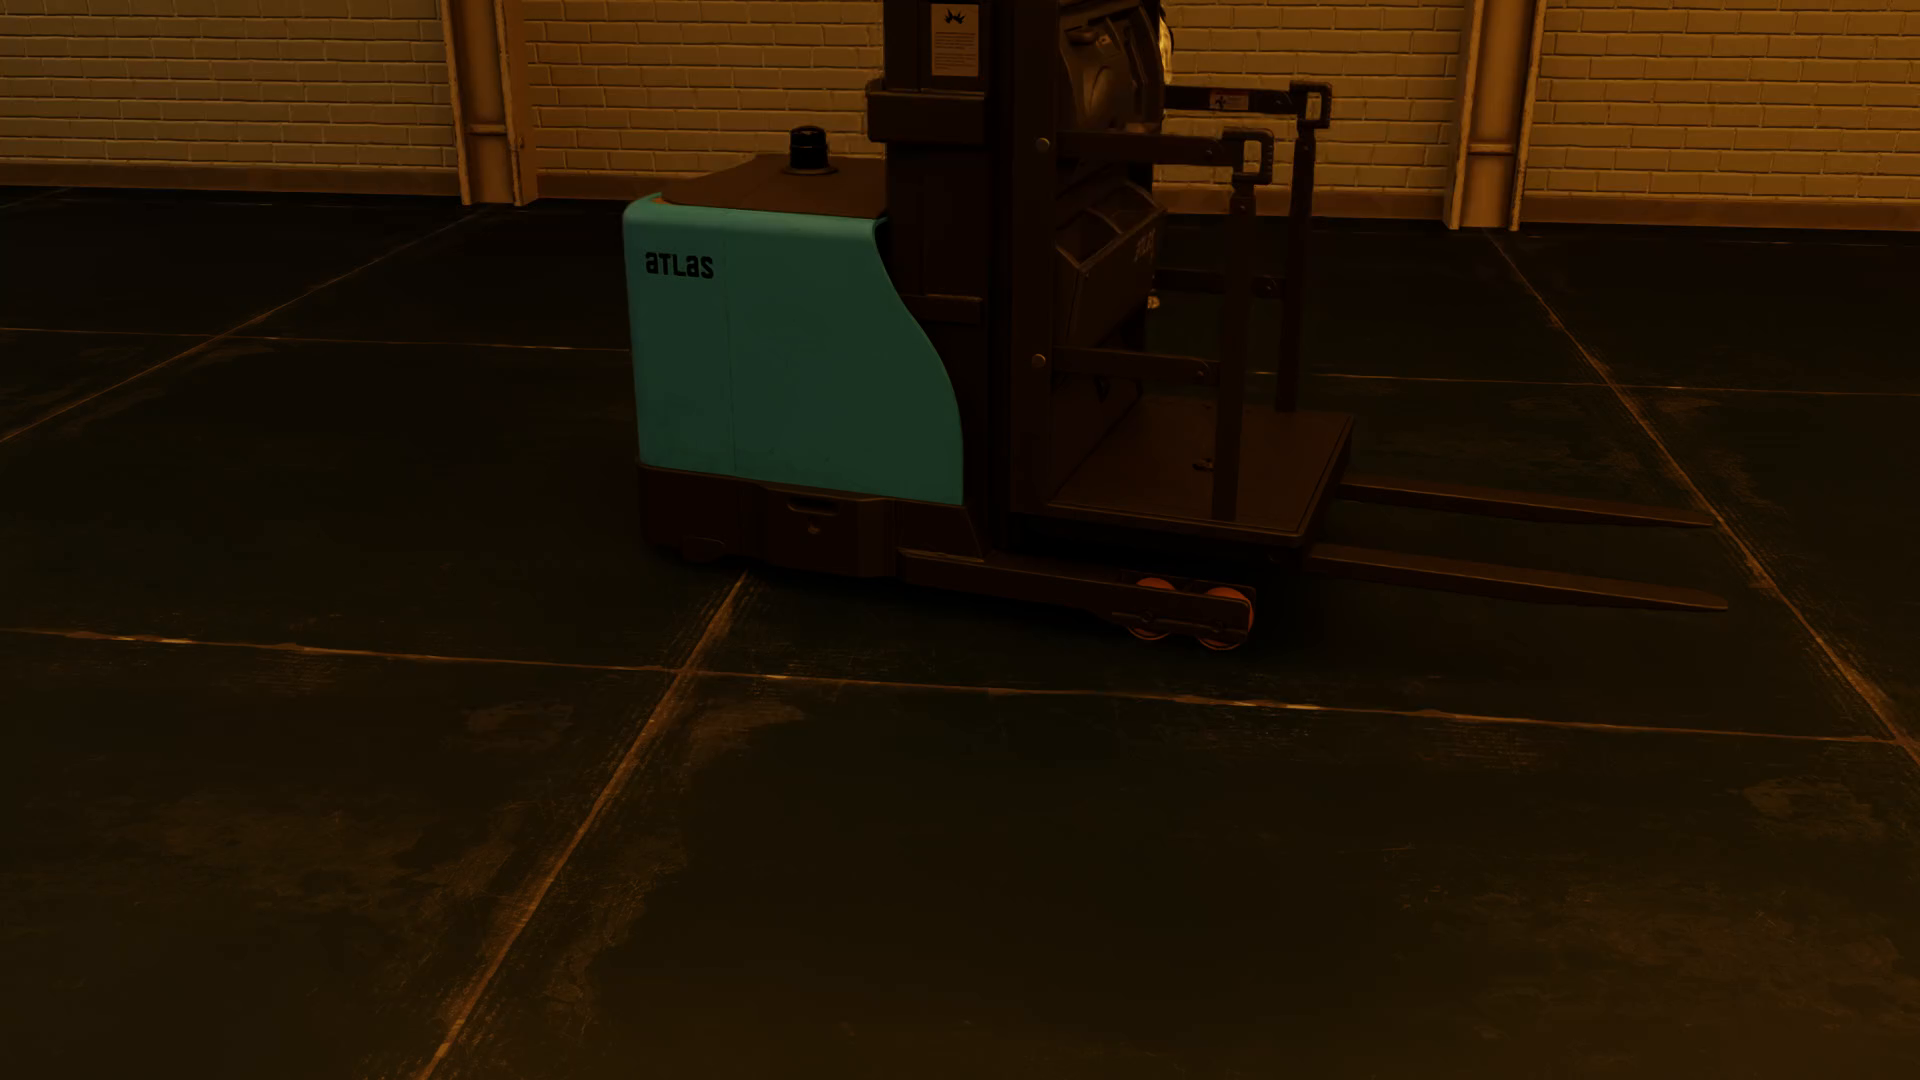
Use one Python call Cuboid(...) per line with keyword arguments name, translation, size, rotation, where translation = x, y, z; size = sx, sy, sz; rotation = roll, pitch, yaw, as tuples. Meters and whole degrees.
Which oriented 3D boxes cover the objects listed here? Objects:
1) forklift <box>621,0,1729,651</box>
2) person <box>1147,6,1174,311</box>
Cuboid(name="forklift", translation=(0.604, -1.287, 4.450), size=(3.031, 2.935, 1.130), rotation=(8, 23, 18))
Cuboid(name="person", translation=(0.775, -1.925, 7.632), size=(0.394, 1.668, 0.483), rotation=(2, 22, 4))
